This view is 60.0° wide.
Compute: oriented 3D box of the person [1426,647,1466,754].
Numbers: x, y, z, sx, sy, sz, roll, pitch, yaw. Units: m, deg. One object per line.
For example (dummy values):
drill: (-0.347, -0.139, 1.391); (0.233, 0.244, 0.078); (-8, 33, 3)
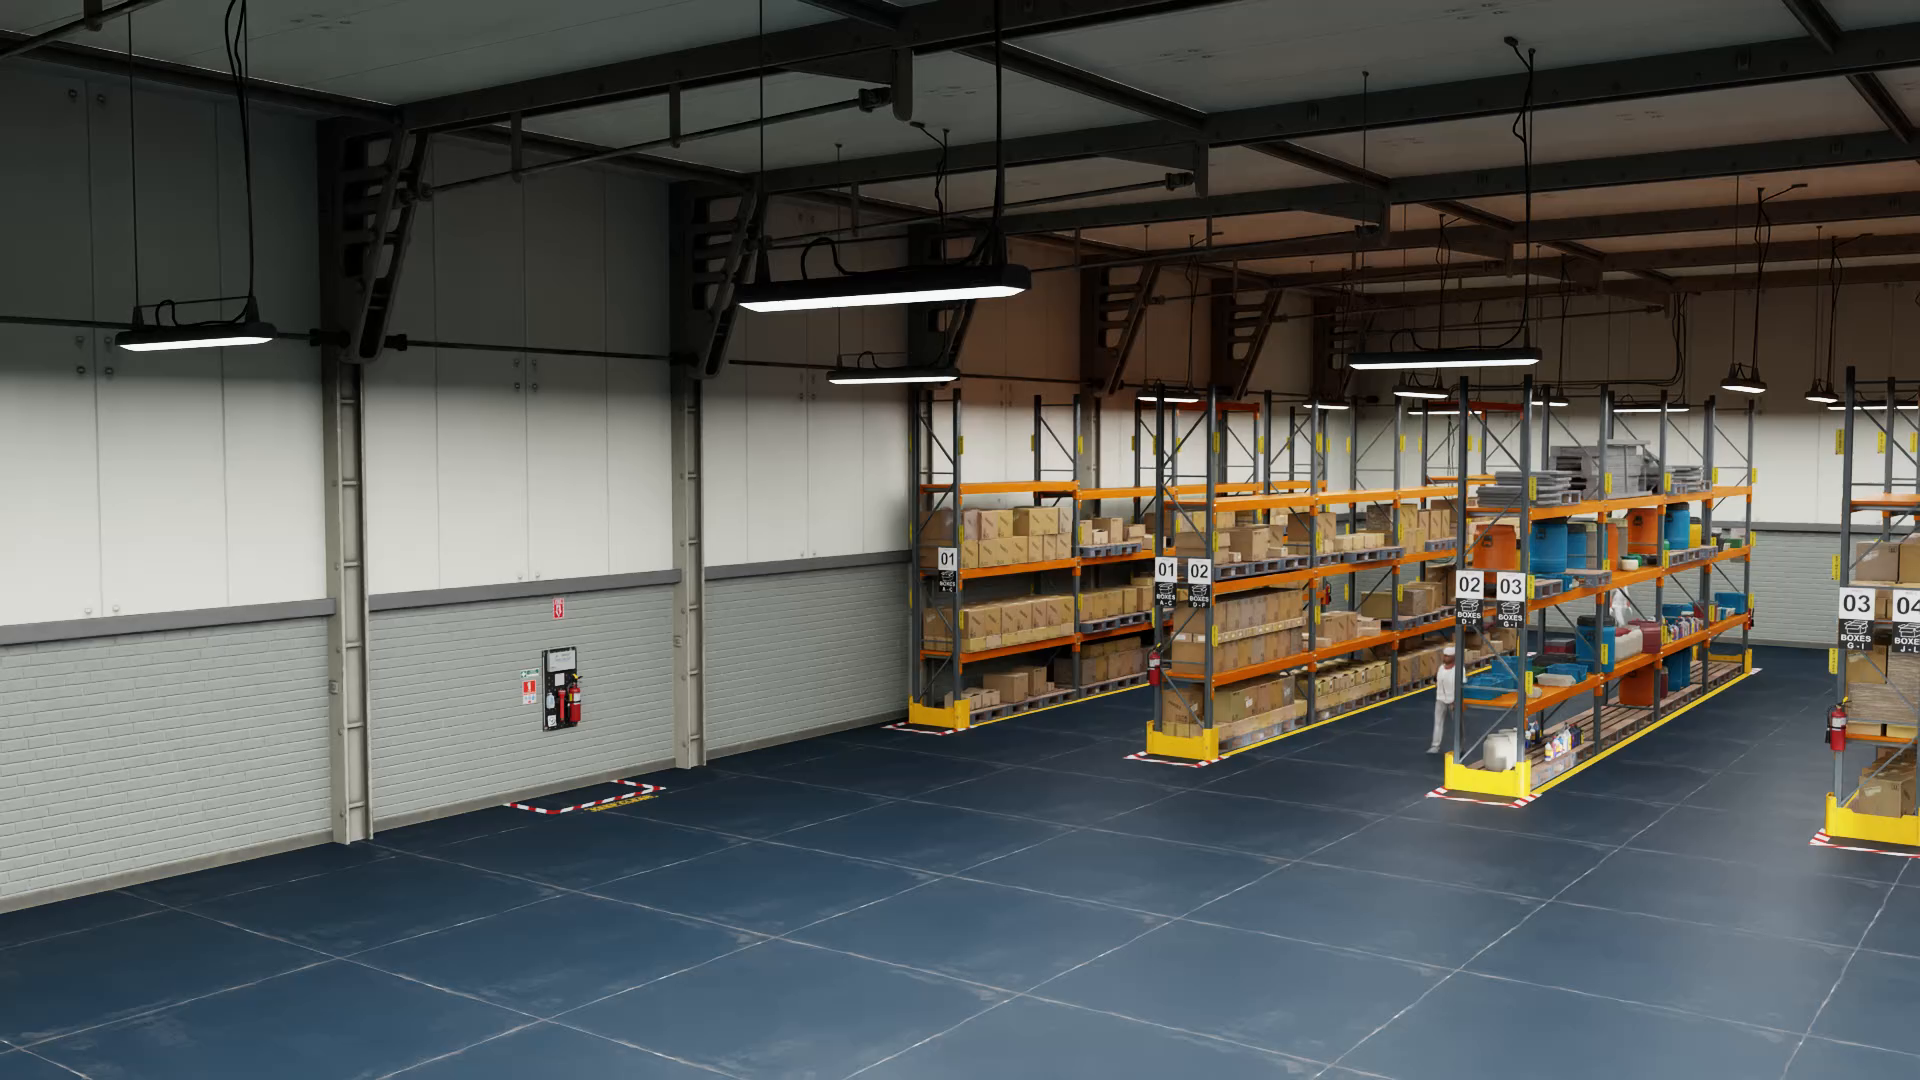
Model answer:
person: (7.922, 2.596, 26.955); (0.568, 1.707, 1.085); (3, 4, 38)

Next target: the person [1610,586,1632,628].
person: (16.686, 1.735, 41.944); (0.548, 1.755, 0.979); (-1, 3, -21)

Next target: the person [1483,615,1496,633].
person: (13.888, 1.753, 43.225); (0.439, 1.558, 0.986); (-2, 4, -28)
